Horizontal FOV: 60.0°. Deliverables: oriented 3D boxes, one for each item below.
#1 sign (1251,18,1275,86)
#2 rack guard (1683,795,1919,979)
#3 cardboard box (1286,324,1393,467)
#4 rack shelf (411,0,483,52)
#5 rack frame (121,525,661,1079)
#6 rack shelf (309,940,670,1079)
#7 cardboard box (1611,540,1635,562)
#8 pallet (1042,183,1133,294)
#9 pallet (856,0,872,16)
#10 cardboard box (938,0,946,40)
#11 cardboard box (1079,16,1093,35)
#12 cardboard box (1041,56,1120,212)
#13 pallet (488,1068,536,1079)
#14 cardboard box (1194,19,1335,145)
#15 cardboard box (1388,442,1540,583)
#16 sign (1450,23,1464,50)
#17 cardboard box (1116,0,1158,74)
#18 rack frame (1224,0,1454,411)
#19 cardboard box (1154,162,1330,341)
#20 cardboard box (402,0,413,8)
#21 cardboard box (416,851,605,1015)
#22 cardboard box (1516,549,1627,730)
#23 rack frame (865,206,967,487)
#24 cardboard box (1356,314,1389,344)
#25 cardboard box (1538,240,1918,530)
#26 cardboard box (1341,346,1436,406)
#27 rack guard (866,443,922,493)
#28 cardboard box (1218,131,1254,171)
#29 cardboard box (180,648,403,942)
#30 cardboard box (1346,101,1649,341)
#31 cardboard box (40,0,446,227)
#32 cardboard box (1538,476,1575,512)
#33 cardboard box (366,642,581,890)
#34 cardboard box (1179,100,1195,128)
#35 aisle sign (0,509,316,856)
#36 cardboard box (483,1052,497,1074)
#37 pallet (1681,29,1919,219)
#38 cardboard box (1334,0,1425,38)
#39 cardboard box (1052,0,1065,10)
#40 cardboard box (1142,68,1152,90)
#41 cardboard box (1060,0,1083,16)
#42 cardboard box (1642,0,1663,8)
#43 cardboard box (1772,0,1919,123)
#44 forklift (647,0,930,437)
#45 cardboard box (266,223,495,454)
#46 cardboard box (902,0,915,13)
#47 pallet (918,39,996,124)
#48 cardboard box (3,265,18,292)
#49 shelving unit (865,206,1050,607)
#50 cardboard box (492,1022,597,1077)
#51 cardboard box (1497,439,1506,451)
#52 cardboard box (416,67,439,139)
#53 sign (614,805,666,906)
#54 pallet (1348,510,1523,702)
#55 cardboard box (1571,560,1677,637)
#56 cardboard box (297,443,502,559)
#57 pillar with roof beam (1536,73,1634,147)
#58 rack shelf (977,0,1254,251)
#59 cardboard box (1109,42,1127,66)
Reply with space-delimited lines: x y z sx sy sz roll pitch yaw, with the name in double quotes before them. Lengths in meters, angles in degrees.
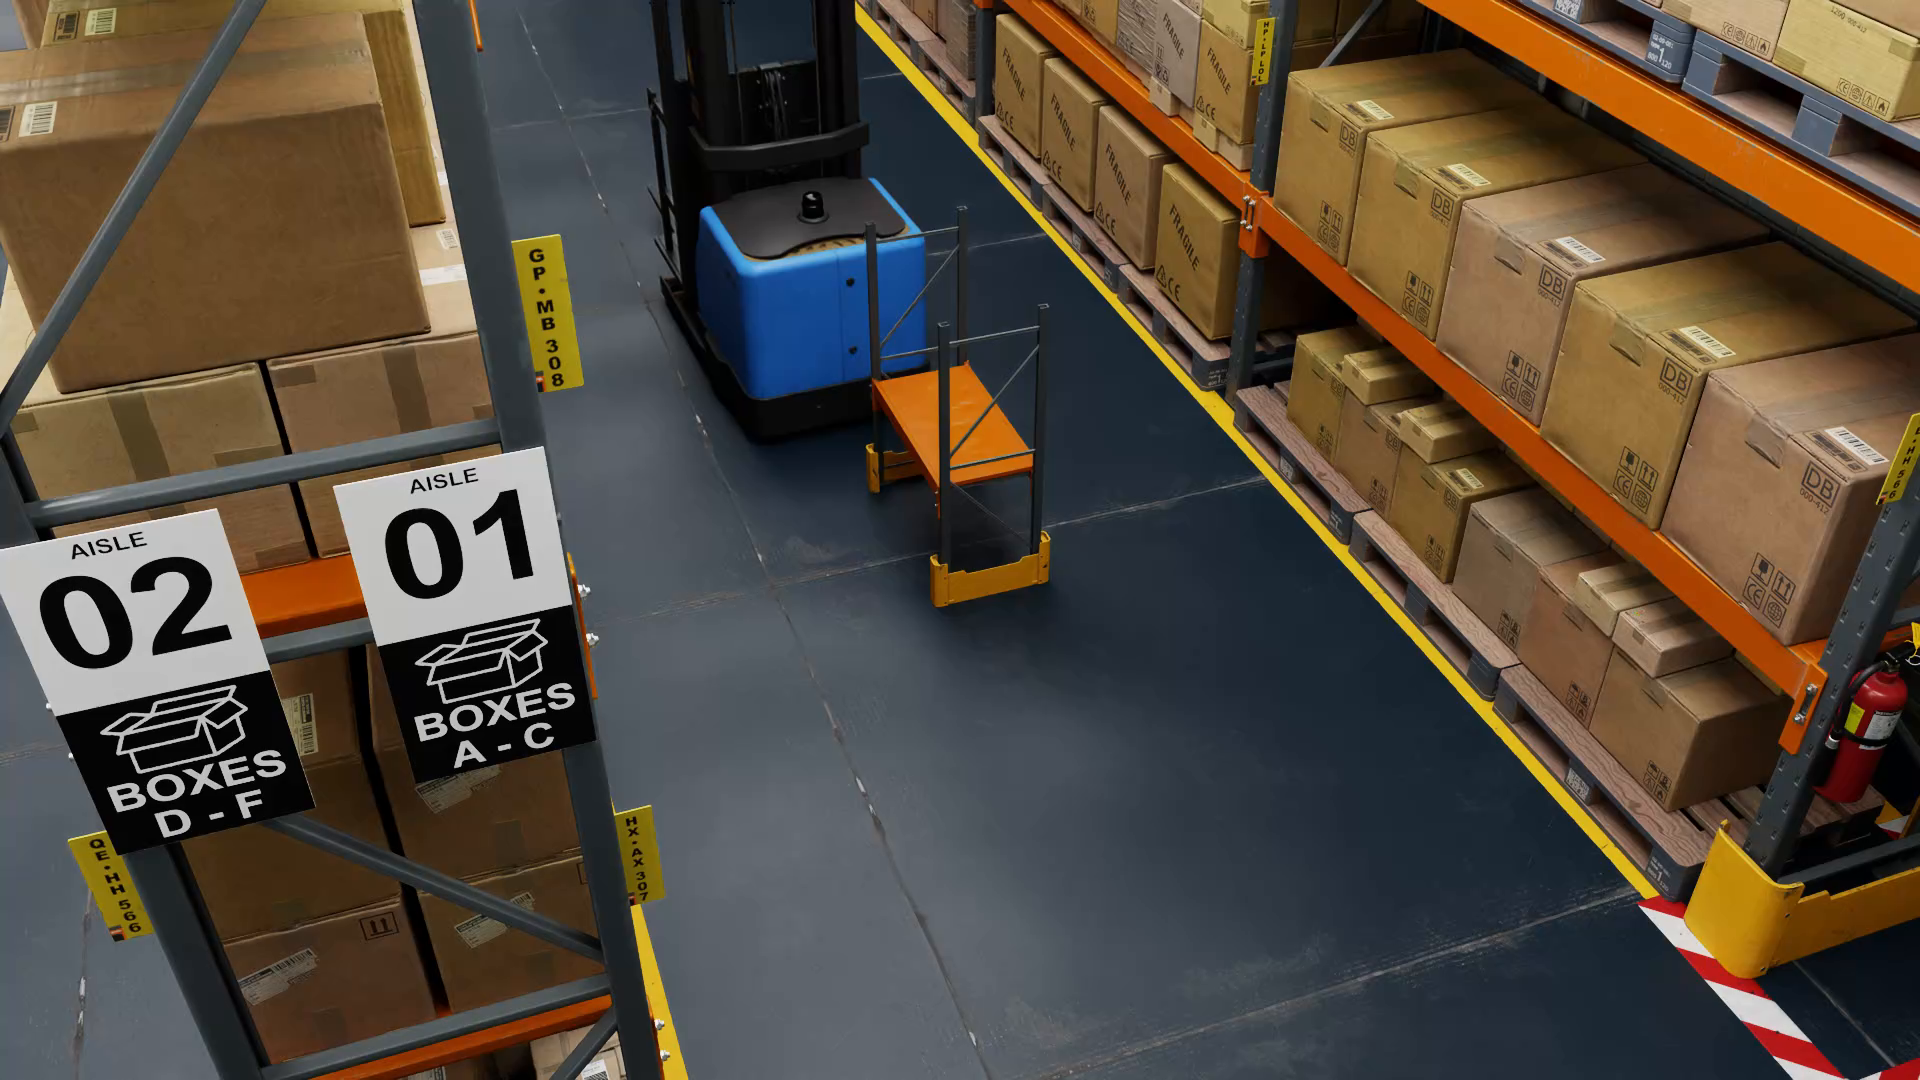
"sign" 1.471 -2.366 8.062 0.100 0.325 0.005 -12 39 -16
"rack guard" 3.362 1.219 6.277 1.175 0.500 0.348 -12 39 -16
"cardboard box" 2.138 -0.779 8.580 0.700 0.500 0.500 -12 39 -15
"rack shelf" -1.985 -2.003 4.091 1.077 0.370 4.000 -12 39 -16
"rack frame" -1.296 1.234 4.179 1.000 3.000 0.127 -12 39 -16
"rack shelf" -1.985 0.392 5.895 1.077 0.370 4.000 -12 39 -16
"cardboard box" 2.989 0.005 7.000 0.380 0.149 0.250 -12 39 -16
"pallet" 1.217 -2.050 10.856 1.003 0.211 1.213 -12 39 -16
"pallet" -0.507 -5.019 14.798 1.003 0.211 1.213 -12 39 -16
"cardboard box" 0.236 -4.201 13.106 0.700 0.500 0.500 -13 39 -16
"cardboard box" 0.965 -3.265 10.345 0.380 0.149 0.250 -12 39 -15
"cardboard box" 1.026 -2.683 10.817 0.750 0.750 0.750 -13 39 -16
"pallet" -1.598 1.855 5.672 1.003 0.211 1.213 -12 39 -16
"cardboard box" 1.582 -2.428 8.694 0.500 0.500 0.500 -13 39 -17
"cardboard box" 2.482 -0.204 7.816 0.700 0.500 0.500 -12 39 -15
"sign" 2.498 -2.546 8.412 0.100 0.325 0.005 -12 39 -16
"cardboard box" 1.232 -3.000 9.453 0.500 0.500 0.500 -12 39 -16
"rack frame" 1.977 -2.053 8.543 1.000 3.000 0.127 -12 39 -16
"cardboard box" 1.631 -1.702 9.515 0.750 0.750 0.750 -12 39 -15
"cardboard box" -1.912 -1.579 5.129 0.500 0.250 0.500 -12 39 -16
"cardboard box" -1.201 0.889 4.554 0.500 0.500 0.500 -12 39 -15
"cardboard box" 2.846 0.380 7.041 0.700 0.500 0.500 -13 39 -16
"rack frame" -0.204 -0.934 8.304 0.500 1.500 0.032 -12 39 -16
"cardboard box" 2.275 -1.161 8.548 0.380 0.149 0.250 -13 39 -16
"cardboard box" 2.908 -0.608 6.375 0.980 0.700 0.700 -13 39 -16
"cardboard box" 2.085 -0.807 8.077 0.380 0.149 0.250 -11 38 -14
"rack guard" -0.198 -0.424 8.666 0.587 0.250 0.087 -12 39 -16
"cardboard box" 1.595 -2.093 8.788 0.380 0.149 0.250 -12 39 -16
"cardboard box" -1.708 0.600 4.106 0.500 0.500 0.500 -13 39 -16
"cardboard box" 2.394 -1.450 7.492 0.980 0.700 0.700 -13 39 -17
"cardboard box" -1.581 -0.990 3.724 0.700 0.500 0.500 -12 39 -16
"cardboard box" 2.812 -0.283 7.383 0.380 0.149 0.250 -12 39 -15
"cardboard box" -1.201 0.490 4.253 0.500 0.500 0.500 -11 38 -15
"cardboard box" 1.439 -2.386 9.178 0.380 0.149 0.250 -11 38 -15
"aisle sign" -1.560 0.298 3.261 0.394 0.787 0.004 -12 39 -16
"cardboard box" -1.770 1.687 5.567 0.380 0.166 0.250 -12 39 -16
"pallet" 3.088 -1.373 5.221 1.003 0.211 1.213 -12 39 -16
"cardboard box" 2.063 -2.833 8.608 0.500 0.250 0.500 -11 38 -15
"cardboard box" 0.789 -3.558 10.733 0.380 0.149 0.250 -13 39 -16
"cardboard box" 1.271 -2.675 9.561 0.380 0.149 0.250 -12 39 -16
"cardboard box" 0.869 -3.574 10.215 0.500 0.500 0.500 -13 39 -16
"cardboard box" 2.488 -2.085 5.785 0.500 0.250 0.500 -14 39 -17
"cardboard box" 2.852 -1.498 5.006 0.500 0.250 0.500 -11 38 -15
"forklift" -1.194 -2.606 9.334 1.130 2.935 3.031 -14 39 -18
"cardboard box" -1.229 -0.448 3.628 0.500 0.250 0.500 -12 39 -16
"cardboard box" -0.144 -4.759 13.847 0.700 0.500 0.500 -12 39 -15
"pallet" 0.333 -3.641 12.968 1.003 0.211 1.213 -12 39 -16
"cardboard box" -1.885 -0.623 3.861 0.500 0.250 0.500 -12 39 -16
"shelving unit" -0.026 -0.642 7.916 0.587 1.500 1.083 -12 39 -16
"cardboard box" -1.389 1.509 5.734 0.500 0.250 0.500 -12 39 -16
"cardboard box" 2.635 -0.572 7.766 0.380 0.149 0.250 -12 39 -15
"cardboard box" -1.572 -1.013 4.378 0.500 0.250 0.500 -12 39 -16
"sign" -0.787 0.776 4.067 0.100 0.325 0.005 -12 39 -16
"pallet" 2.589 0.197 7.874 1.003 0.211 1.213 -12 39 -16
"cardboard box" 2.715 0.224 6.709 0.380 0.149 0.250 -11 38 -15
"cardboard box" -1.234 -0.247 3.776 0.500 0.250 0.500 -12 39 -16
"pillar with roof beam" -1.012 -3.342 5.267 9.100 9.000 0.400 -12 39 -16
"rack shelf" 1.289 -2.896 10.259 1.077 0.370 4.000 -12 39 -16
"cardboard box" 1.118 -2.972 9.955 0.380 0.149 0.250 -11 38 -15
